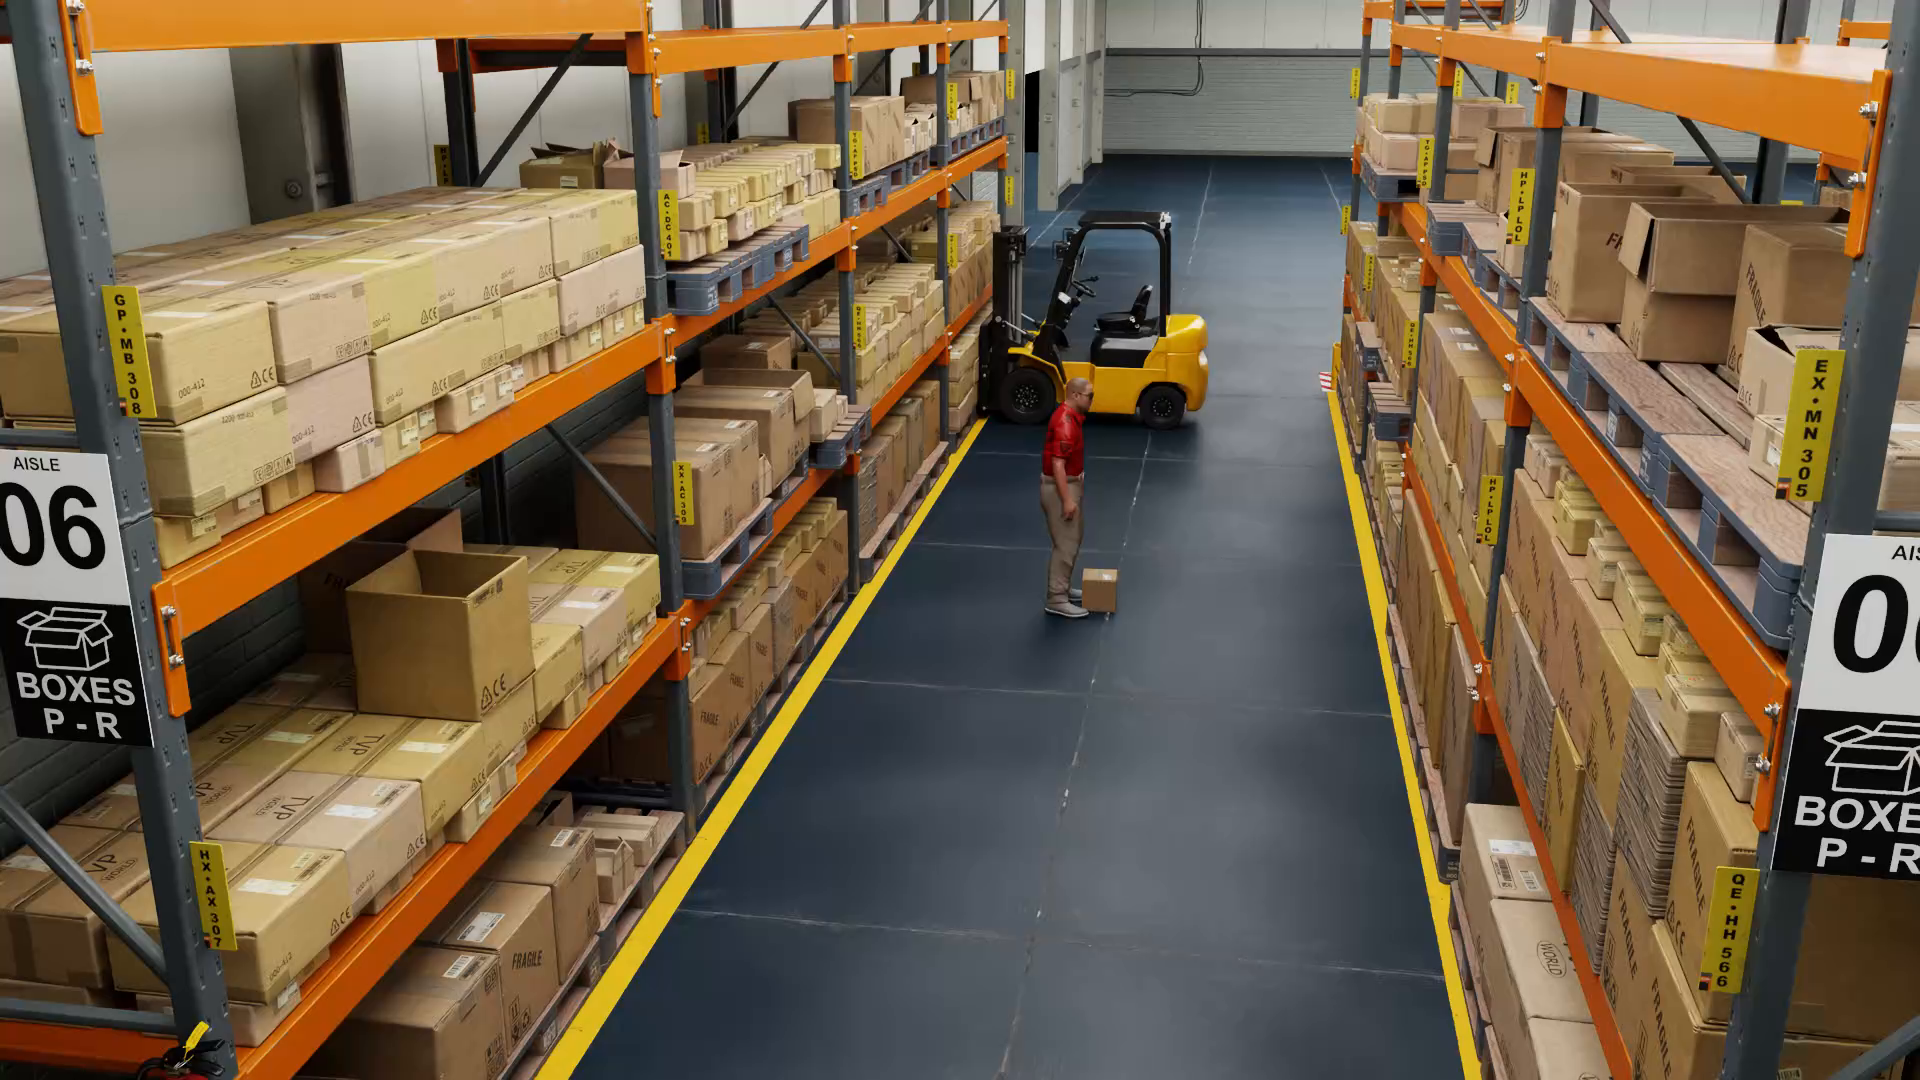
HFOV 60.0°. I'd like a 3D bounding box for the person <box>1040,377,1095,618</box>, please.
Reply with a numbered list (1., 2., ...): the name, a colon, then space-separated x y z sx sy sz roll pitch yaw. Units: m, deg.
1. person: 0.783 -0.339 12.134 0.388 1.726 0.590 3 18 8
